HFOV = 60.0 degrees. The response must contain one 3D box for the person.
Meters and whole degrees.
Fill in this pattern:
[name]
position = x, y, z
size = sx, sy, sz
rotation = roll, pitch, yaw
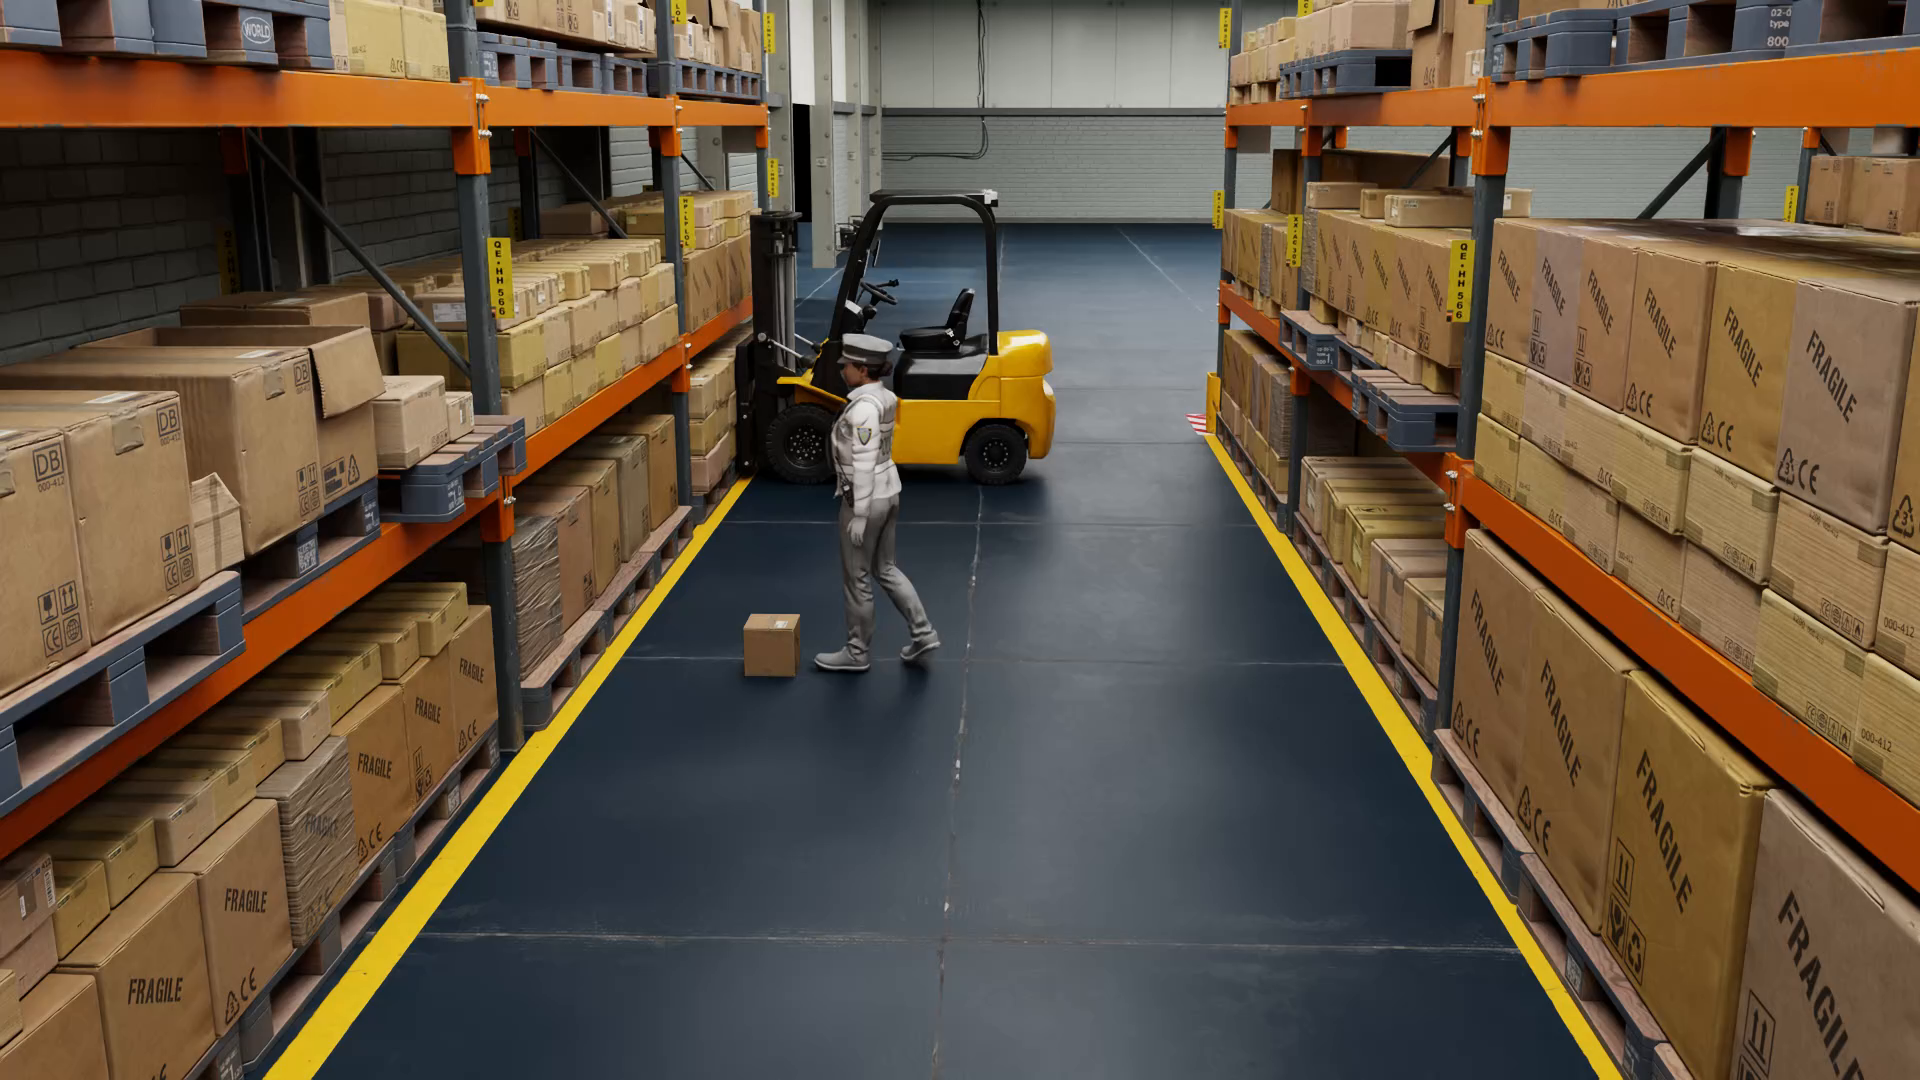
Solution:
[person]
position = -0.415, -0.171, 8.109
size = 0.628, 1.668, 0.500
rotation = 4, 15, 16
